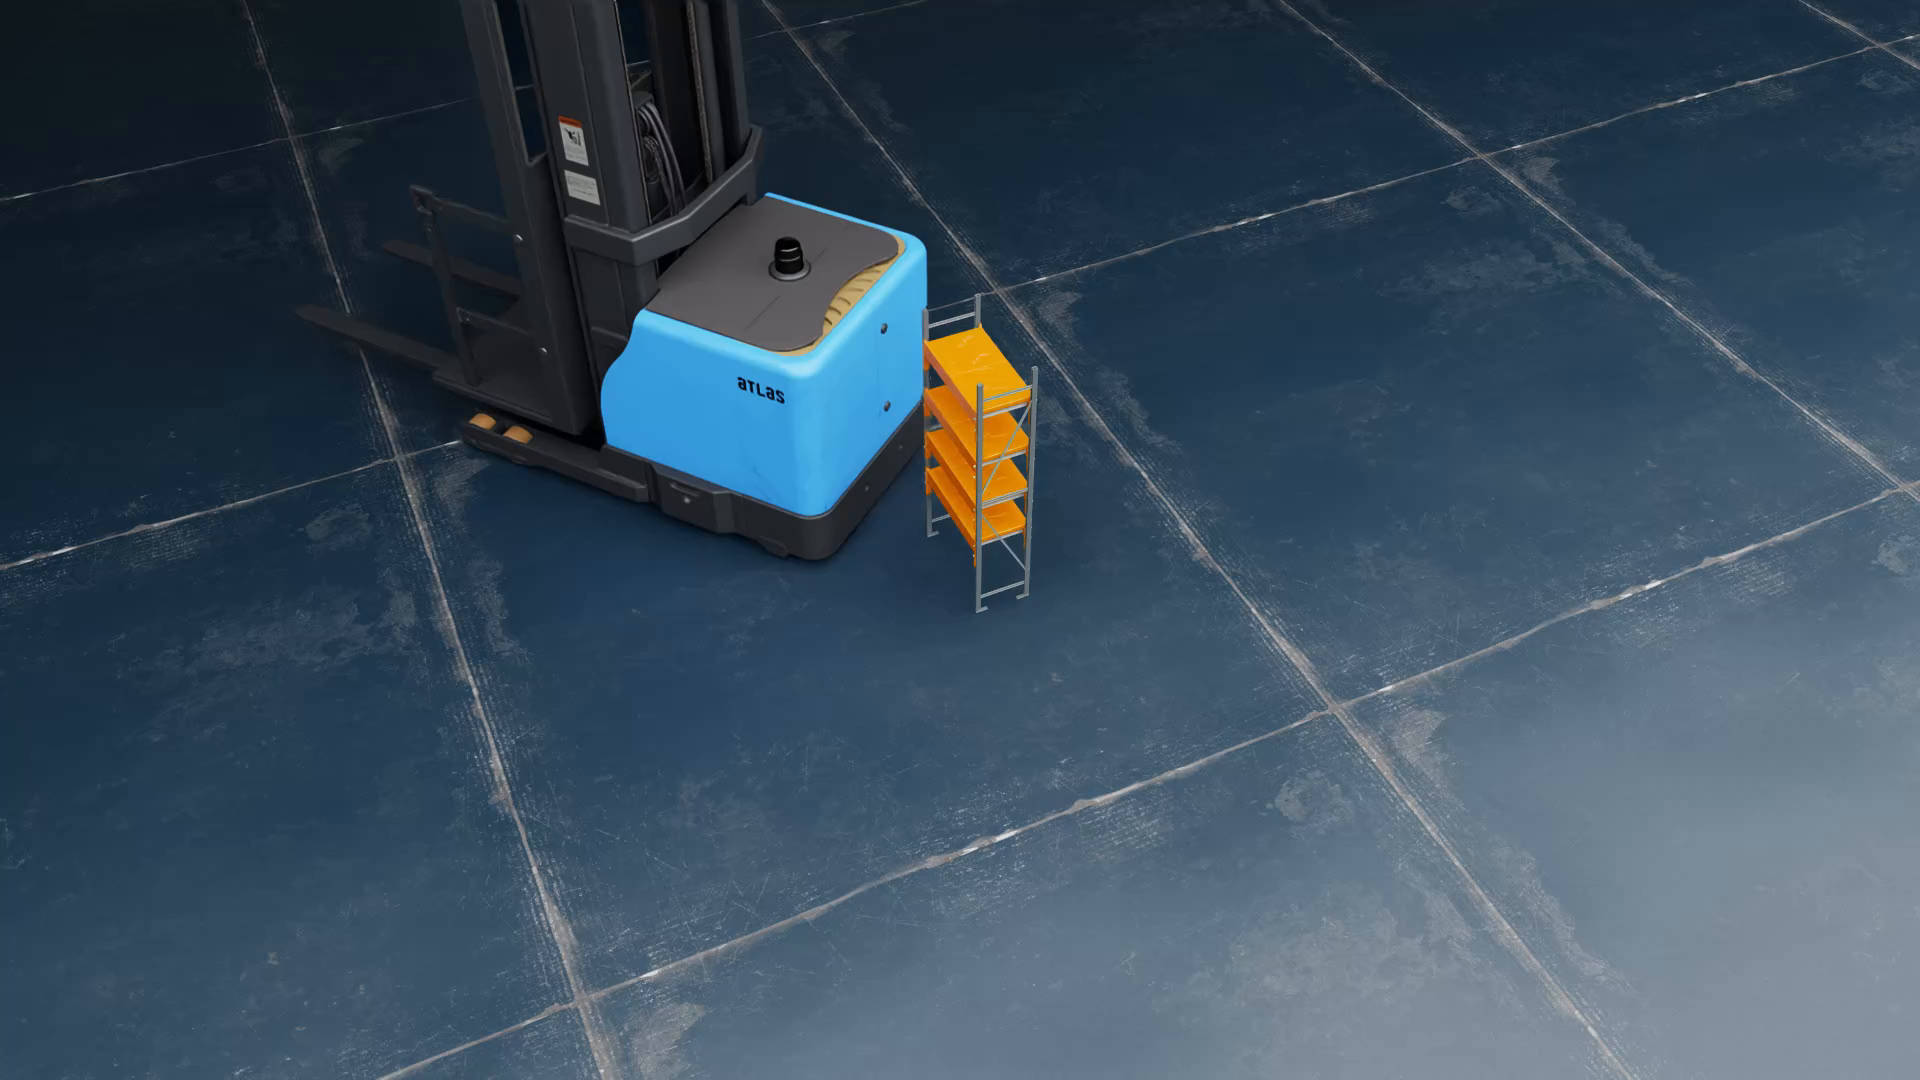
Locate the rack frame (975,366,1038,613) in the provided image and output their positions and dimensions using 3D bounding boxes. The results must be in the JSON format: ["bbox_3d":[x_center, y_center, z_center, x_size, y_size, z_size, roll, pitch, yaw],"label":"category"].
[{"bbox_3d":[0.172,-0.166,6.433,0.240,1.200,0.015,-18,47,-17],"label":"rack frame"}]

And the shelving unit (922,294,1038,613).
[{"bbox_3d":[0.070,-0.322,6.591,0.258,1.200,0.503,-18,47,-17],"label":"shelving unit"}]

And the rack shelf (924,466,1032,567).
[{"bbox_3d":[0.070,-0.132,6.777,0.258,0.148,0.480,-18,47,-17],"label":"rack shelf"}]

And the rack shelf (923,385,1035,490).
[{"bbox_3d":[0.070,-0.433,6.481,0.258,0.148,0.480,-18,47,-17],"label":"rack shelf"}]

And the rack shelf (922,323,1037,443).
[{"bbox_3d":[0.070,-0.601,6.315,0.258,0.148,0.480,-18,47,-17],"label":"rack shelf"}]

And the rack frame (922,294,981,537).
[{"bbox_3d":[-0.033,-0.477,6.748,0.240,1.200,0.015,-18,47,-17],"label":"rack frame"}]

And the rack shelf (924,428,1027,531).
[{"bbox_3d":[0.070,-0.274,6.638,0.258,0.148,0.480,-18,47,-17],"label":"rack shelf"}]

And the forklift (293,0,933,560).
[{"bbox_3d":[-1.674,-1.696,6.751,3.031,2.935,1.130,20,48,19],"label":"forklift"}]
